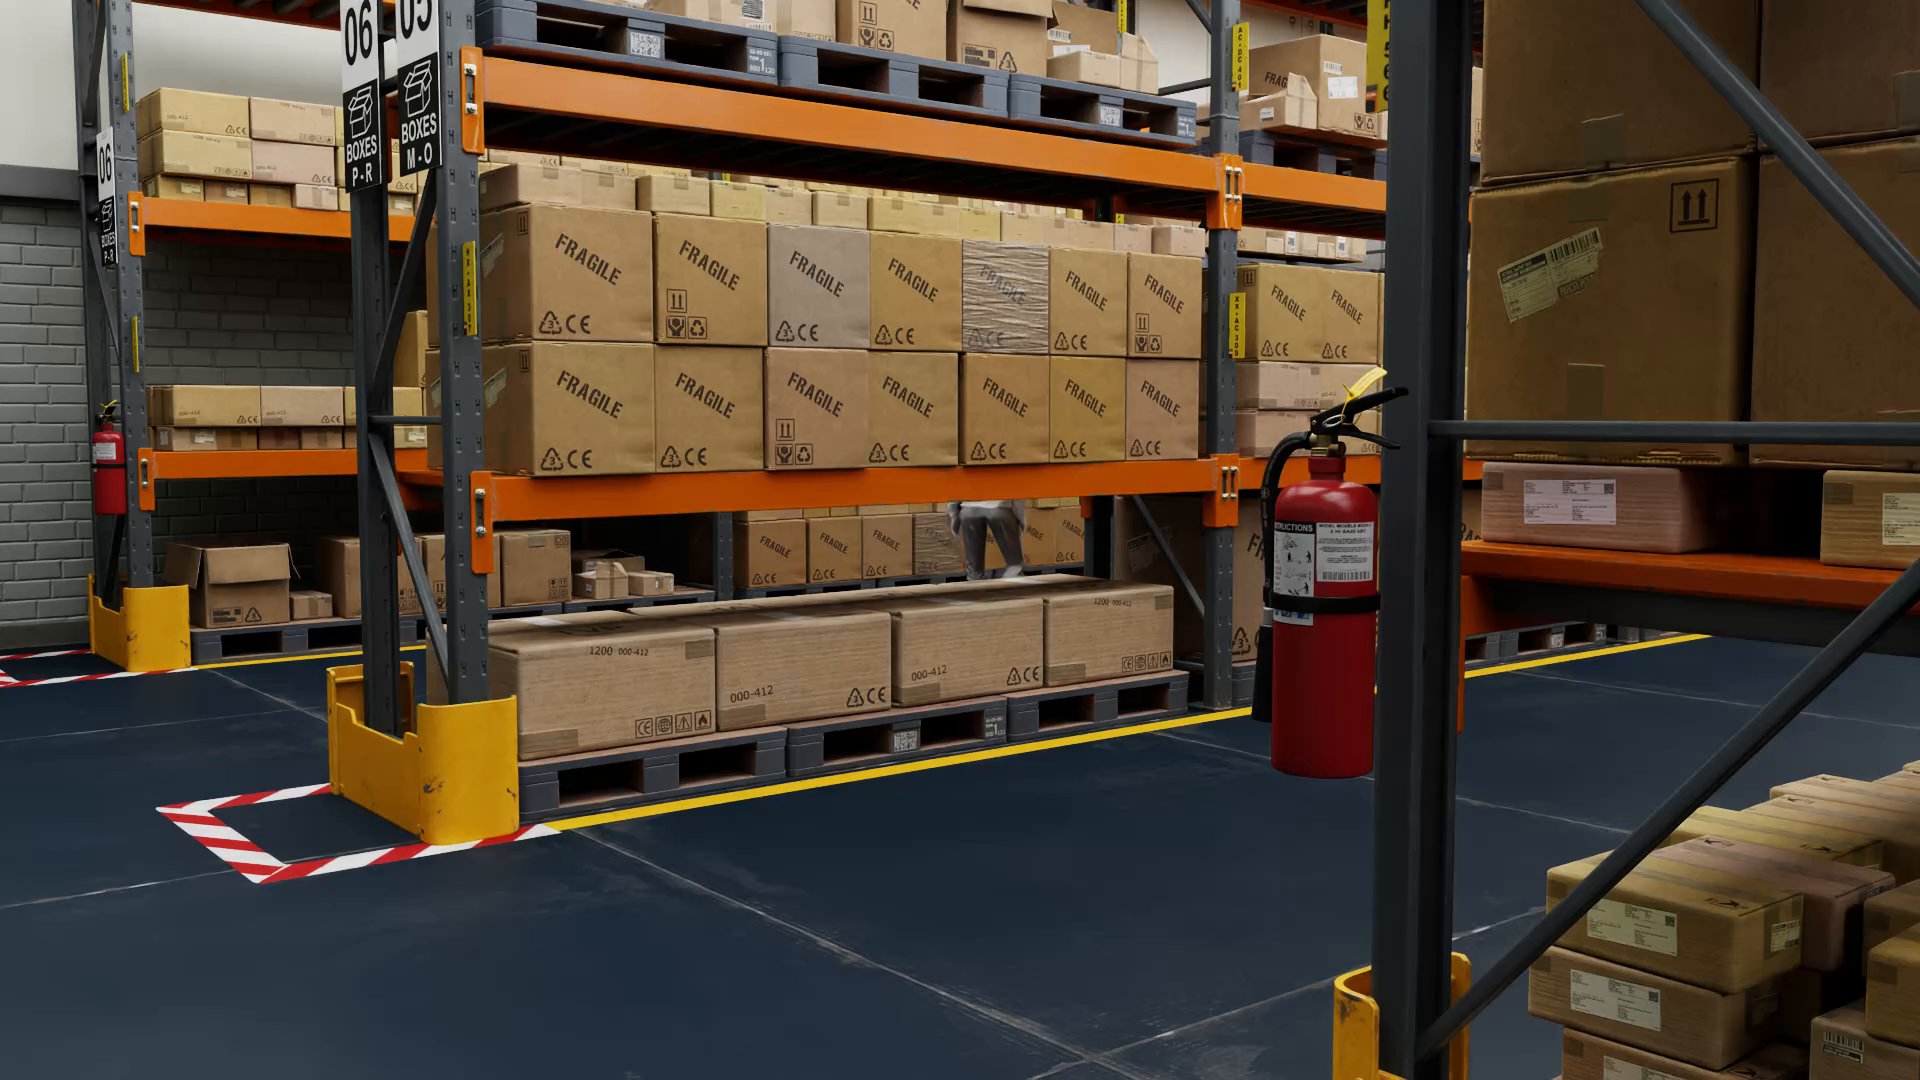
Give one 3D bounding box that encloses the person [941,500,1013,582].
[{"bbox_3d":[0.111,-0.181,11.229,0.566,1.703,0.362,2,5,25],"label":"person"}]
